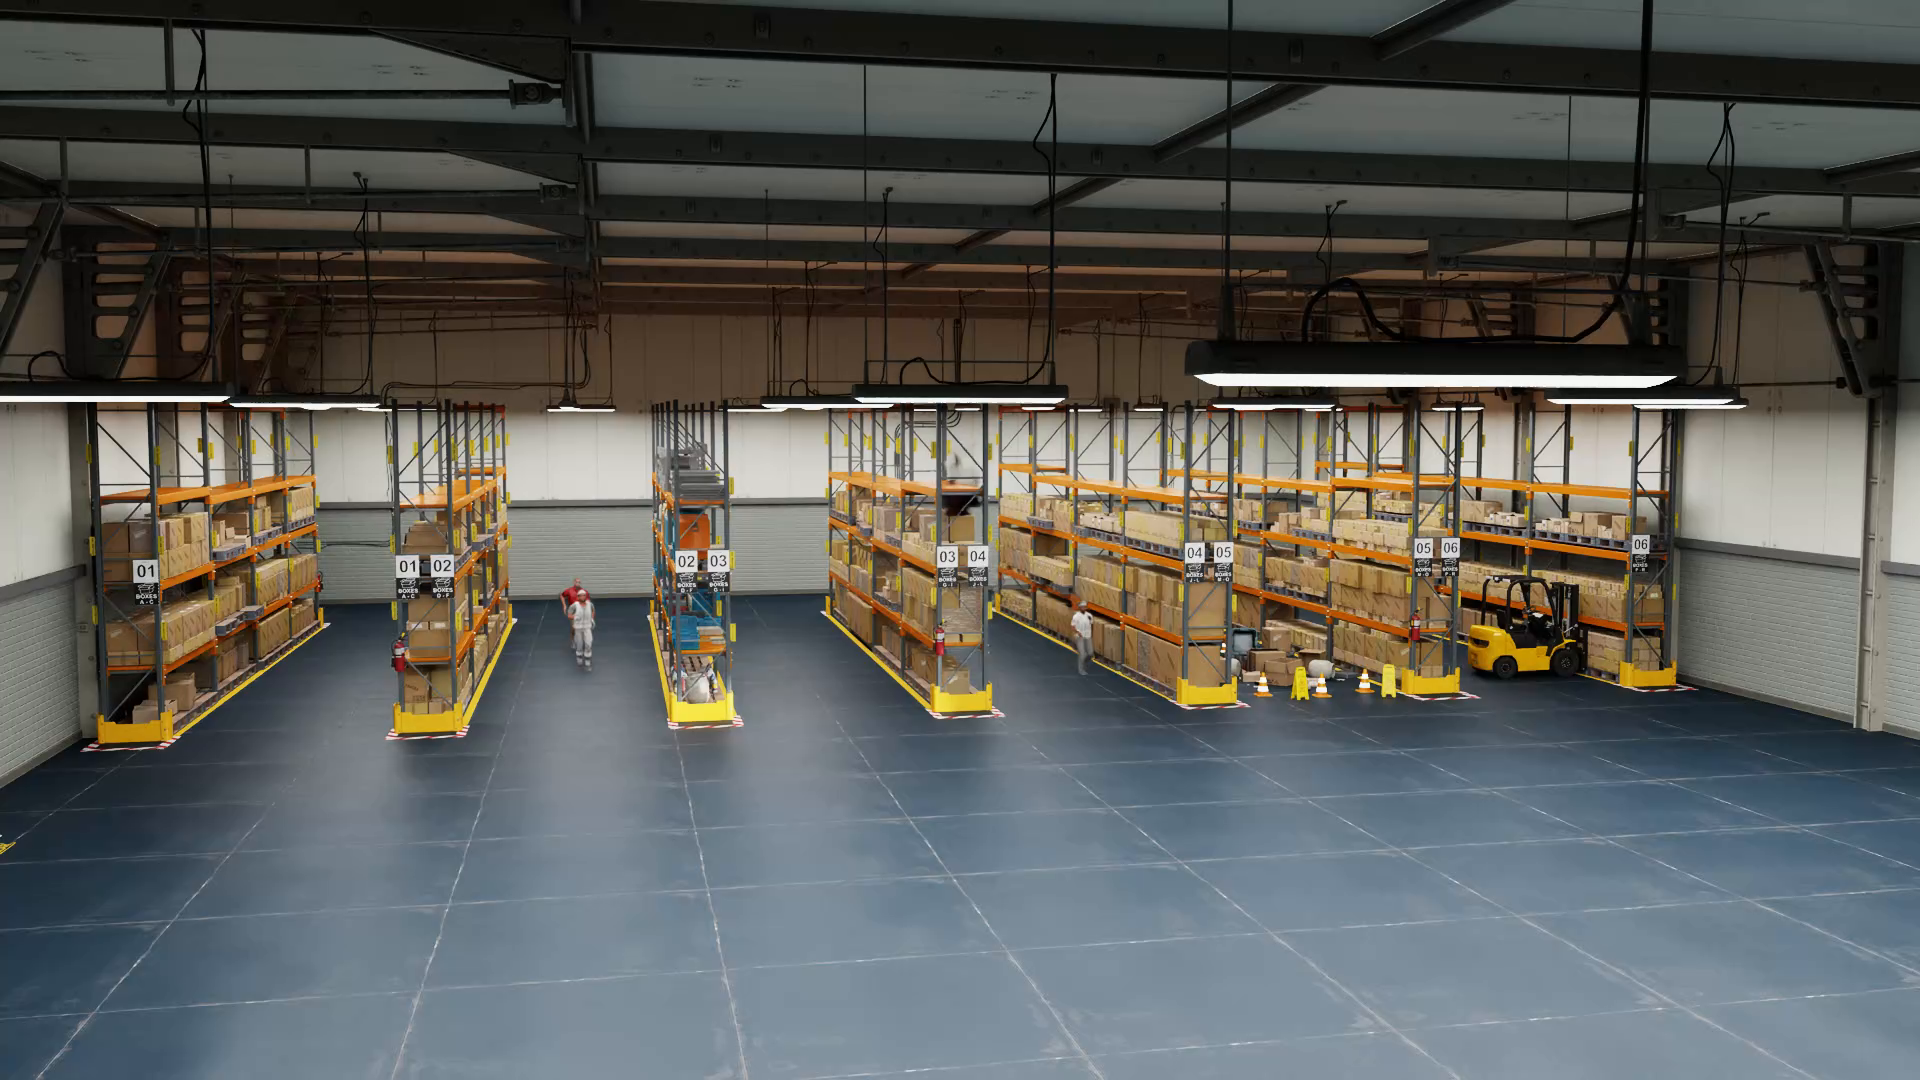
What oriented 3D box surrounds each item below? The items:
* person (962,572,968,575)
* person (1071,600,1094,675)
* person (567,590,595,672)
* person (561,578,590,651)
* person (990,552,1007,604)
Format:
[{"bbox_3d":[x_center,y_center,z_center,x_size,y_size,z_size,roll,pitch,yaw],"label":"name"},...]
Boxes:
[{"bbox_3d":[0.061,1.292,47.297,0.782,1.720,0.664,-1,4,-7],"label":"person"},{"bbox_3d":[2.718,2.142,36.503,0.550,1.655,0.544,-1,4,-16],"label":"person"},{"bbox_3d":[-8.474,2.019,37.251,0.631,1.830,0.813,-1,5,-19],"label":"person"},{"bbox_3d":[-9.347,1.814,40.594,0.646,1.781,0.708,-2,5,-29],"label":"person"},{"bbox_3d":[1.139,1.147,49.944,0.754,1.613,0.896,-1,4,-11],"label":"person"}]
